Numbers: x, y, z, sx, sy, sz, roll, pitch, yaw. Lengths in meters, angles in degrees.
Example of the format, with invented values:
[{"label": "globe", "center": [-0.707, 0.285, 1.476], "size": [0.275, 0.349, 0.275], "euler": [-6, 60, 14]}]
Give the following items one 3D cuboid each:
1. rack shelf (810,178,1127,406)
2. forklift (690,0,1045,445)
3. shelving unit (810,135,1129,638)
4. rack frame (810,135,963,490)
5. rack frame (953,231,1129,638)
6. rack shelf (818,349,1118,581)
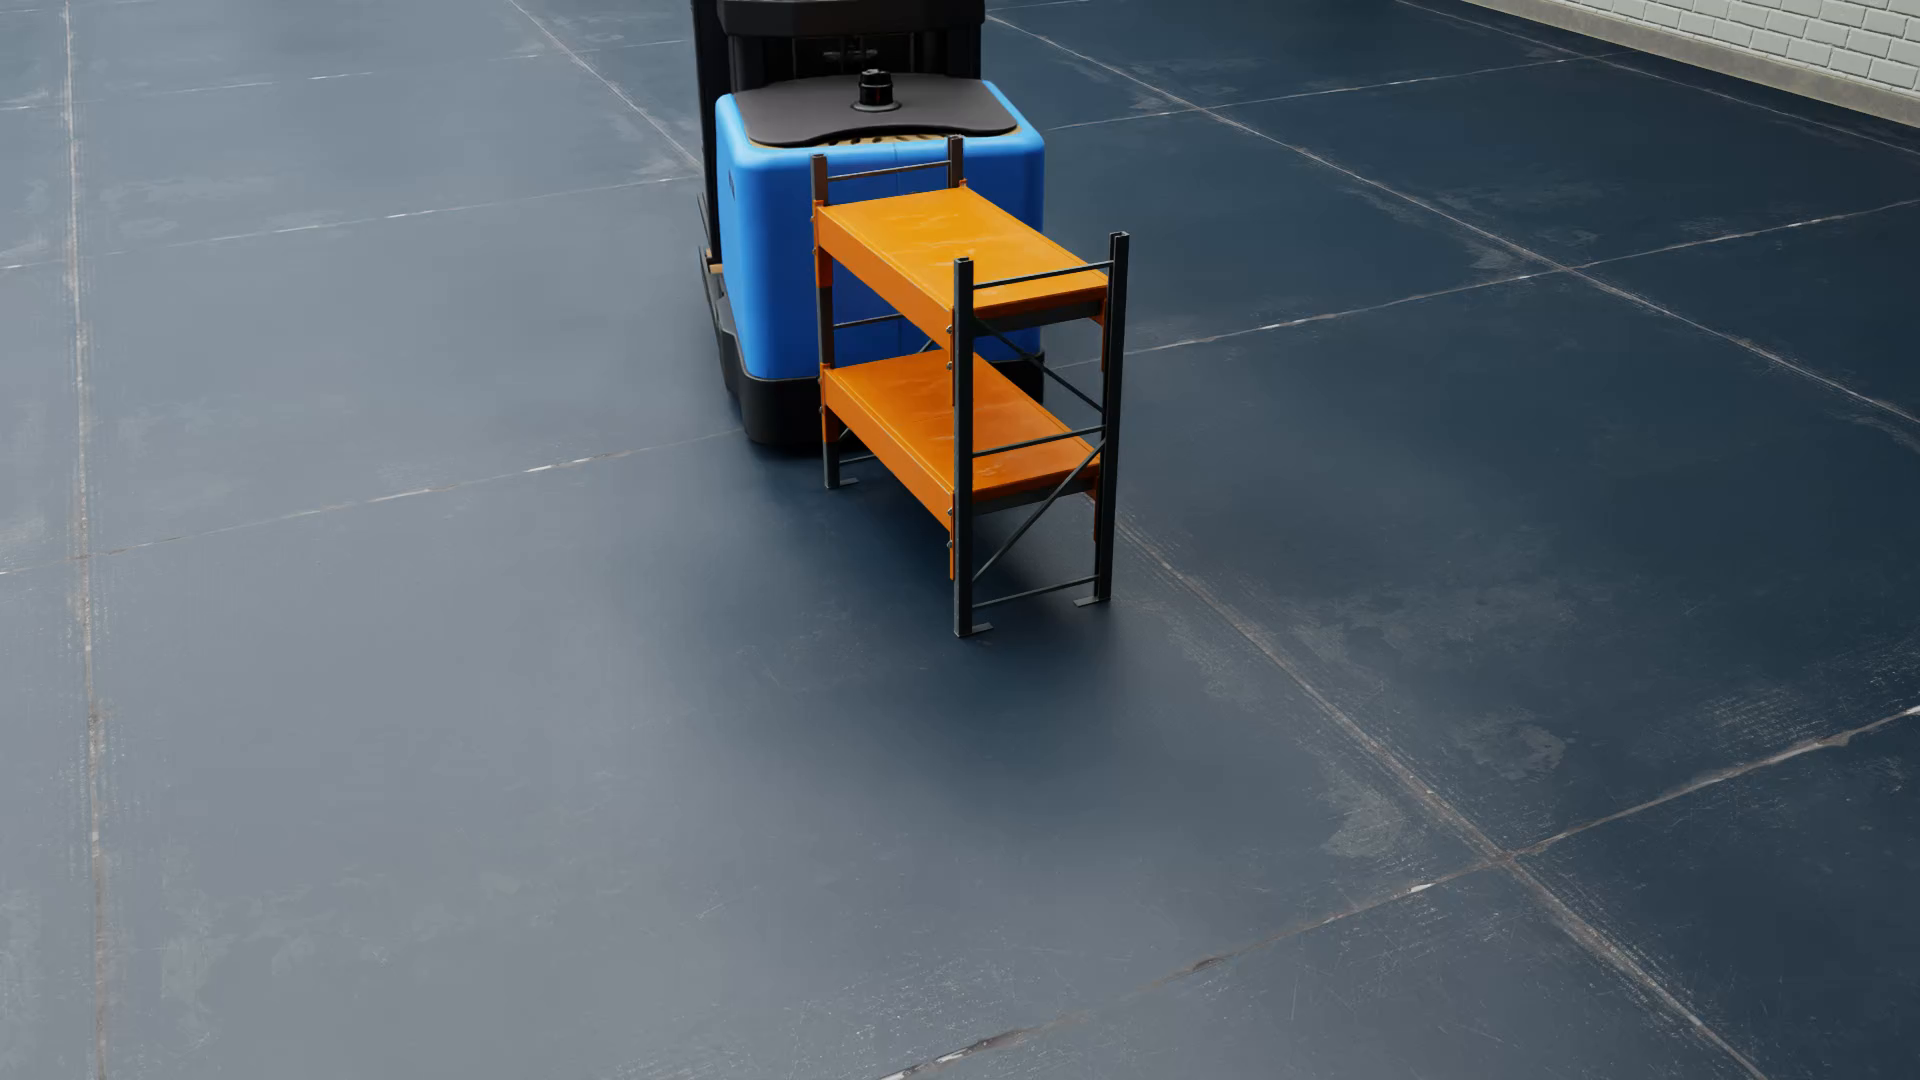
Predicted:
[{"label": "rack shelf", "center": [-0.003, -0.749, 4.837], "size": [0.538, 0.278, 1.000], "euler": [-13, 32, -22]}, {"label": "forklift", "center": [-0.512, -2.307, 6.367], "size": [1.130, 2.935, 3.031], "euler": [-6, 30, -10]}, {"label": "shelving unit", "center": [-0.003, -0.494, 4.980], "size": [0.538, 1.125, 1.048], "euler": [-13, 32, -22]}, {"label": "rack frame", "center": [-0.221, -0.718, 5.381], "size": [0.500, 1.125, 0.032], "euler": [-13, 32, -22]}, {"label": "rack frame", "center": [0.215, -0.269, 4.580], "size": [0.500, 1.125, 0.032], "euler": [-13, 32, -22]}, {"label": "rack shelf", "center": [-0.003, -0.280, 5.100], "size": [0.538, 0.278, 1.000], "euler": [-13, 32, -22]}]
